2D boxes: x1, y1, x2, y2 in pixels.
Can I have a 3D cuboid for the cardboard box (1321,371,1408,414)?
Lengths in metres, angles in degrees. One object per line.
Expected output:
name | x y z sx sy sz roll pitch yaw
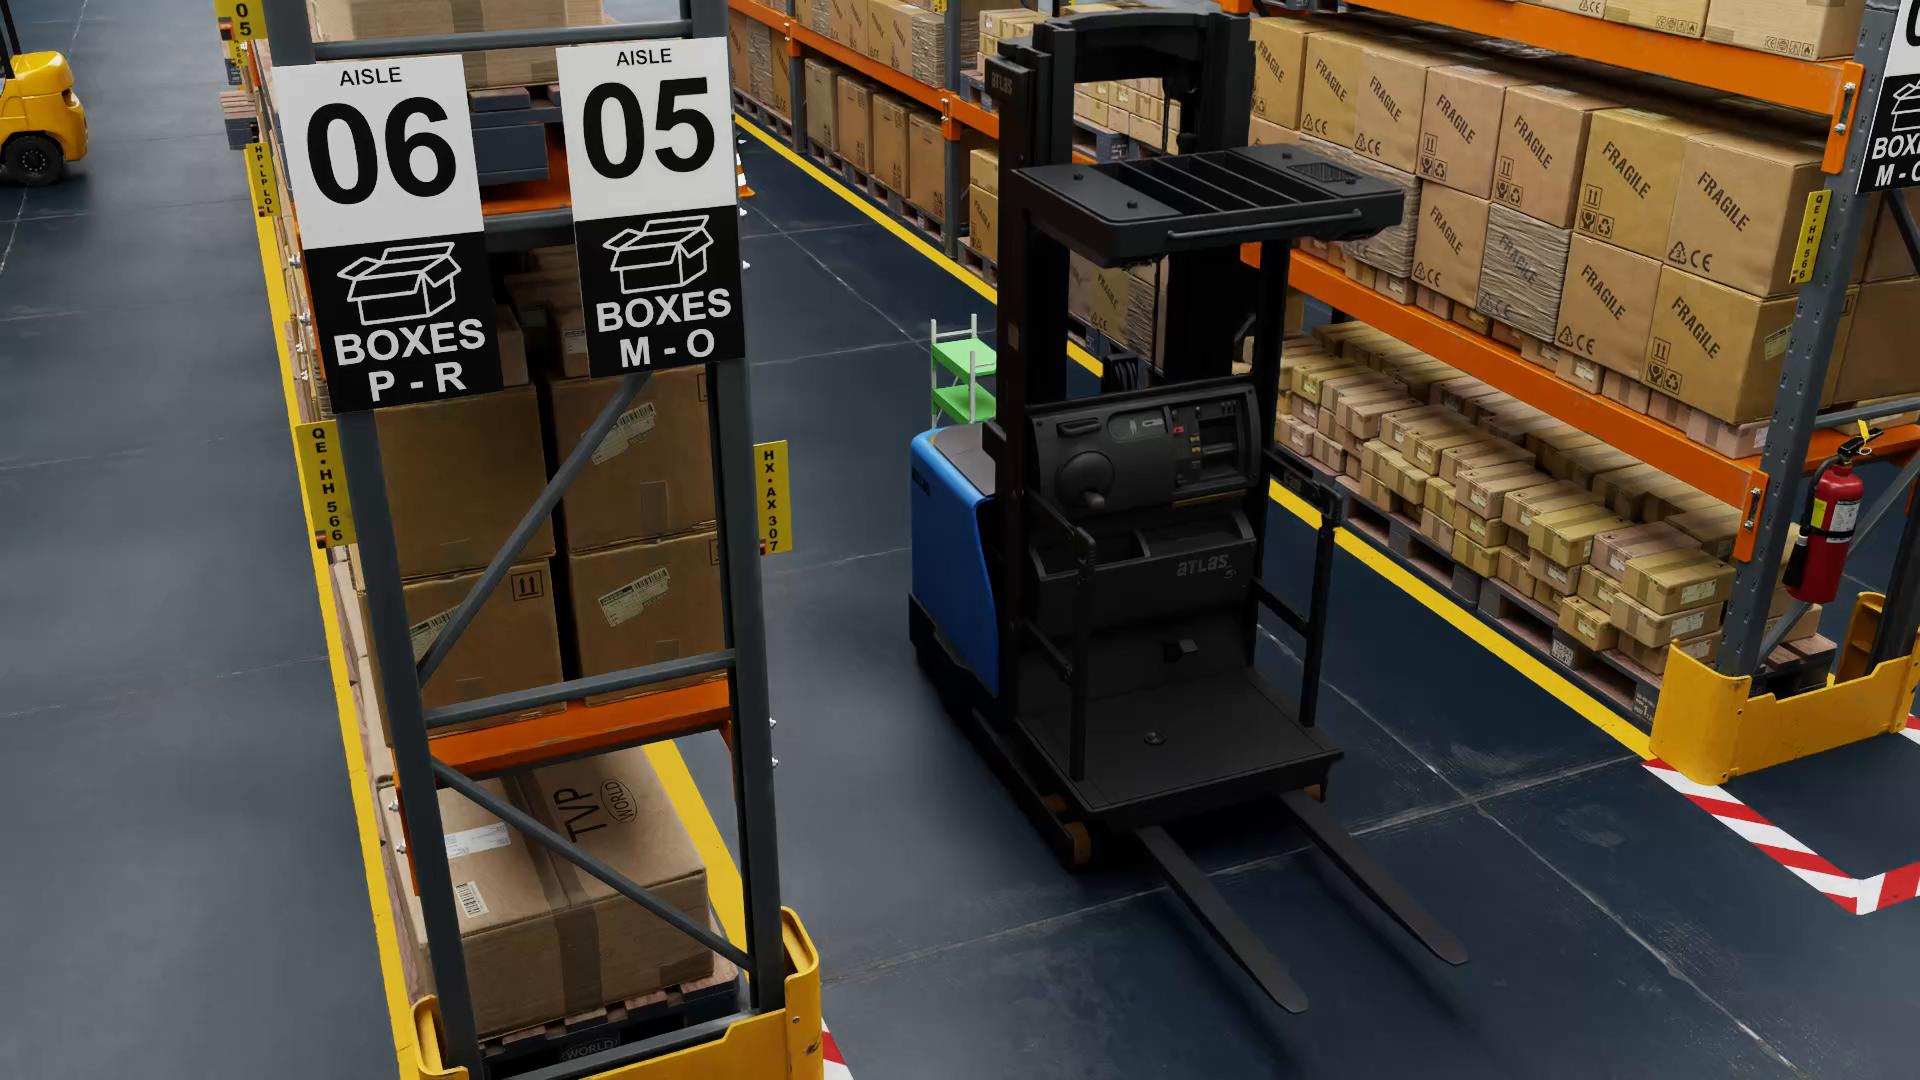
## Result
cardboard box | 2.194 -0.783 9.028 0.380 0.149 0.250 -11 28 -22

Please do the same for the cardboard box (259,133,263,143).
cardboard box | -3.610 -2.114 9.262 0.500 0.250 0.500 -10 28 -20

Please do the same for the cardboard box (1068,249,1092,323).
cardboard box | 1.010 -1.835 11.460 0.500 0.500 0.500 -11 28 -22

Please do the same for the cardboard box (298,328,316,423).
cardboard box | -2.903 -0.678 8.664 0.875 0.875 0.875 -10 28 -19

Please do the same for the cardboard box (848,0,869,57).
cardboard box | -0.656 -4.504 14.443 0.500 0.500 0.500 -10 28 -20

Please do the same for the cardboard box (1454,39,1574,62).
cardboard box | 2.756 -2.167 8.177 0.500 0.500 0.500 -10 28 -19

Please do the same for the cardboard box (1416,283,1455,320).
cardboard box | 2.447 -1.192 8.059 0.380 0.149 0.250 -9 28 -19

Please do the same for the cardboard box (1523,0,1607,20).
cardboard box | 2.685 -2.310 6.815 0.500 0.250 0.500 -9 28 -18

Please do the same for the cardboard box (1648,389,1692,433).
cardboard box | 3.045 -0.561 6.768 0.380 0.149 0.250 -11 28 -21

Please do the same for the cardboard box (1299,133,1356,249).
cardboard box | 2.091 -1.836 8.639 0.500 0.500 0.500 -11 28 -21

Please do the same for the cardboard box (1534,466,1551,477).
cardboard box | 2.957 -0.301 8.379 0.380 0.149 0.250 -9 27 -18

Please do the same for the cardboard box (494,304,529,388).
cardboard box | -1.345 -0.489 4.341 0.380 0.149 0.250 -10 28 -20

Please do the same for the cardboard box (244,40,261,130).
cardboard box | -3.793 -2.666 9.537 0.500 0.500 0.500 -10 28 -19

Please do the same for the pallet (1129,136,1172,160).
pallet | 1.763 -2.347 10.356 1.003 0.211 1.213 -11 28 -21

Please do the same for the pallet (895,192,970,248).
pallet | 0.123 -2.792 14.228 1.003 0.211 1.213 -11 28 -21

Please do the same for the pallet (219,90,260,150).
pallet | -4.530 -3.006 11.706 1.213 0.211 1.003 -11 28 -21

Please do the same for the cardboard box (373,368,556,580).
cardboard box | -1.428 -0.241 4.571 0.500 0.500 0.500 -10 28 -19

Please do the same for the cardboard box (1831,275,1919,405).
cardboard box | 3.574 -0.892 6.705 0.500 0.500 0.500 -9 28 -18

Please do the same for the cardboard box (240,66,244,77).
cardboard box | -4.799 -3.533 11.635 0.500 0.500 0.500 -11 28 -21

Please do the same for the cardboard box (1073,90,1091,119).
cardboard box | 0.973 -2.934 11.149 0.380 0.149 0.250 -12 28 -22

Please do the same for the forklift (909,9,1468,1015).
forklift | 0.787 -0.304 6.032 1.130 2.935 3.031 -10 28 -20

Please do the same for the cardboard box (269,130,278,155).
cardboard box | -2.623 -1.468 7.085 0.500 0.500 0.500 -10 28 -20

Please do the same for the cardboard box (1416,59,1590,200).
cardboard box | 2.467 -1.880 7.590 0.500 0.500 0.500 -12 28 -22

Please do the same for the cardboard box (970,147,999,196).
cardboard box | 0.409 -2.797 12.575 0.500 0.250 0.500 -12 28 -23

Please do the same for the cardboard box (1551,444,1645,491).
cardboard box | 3.130 -0.343 8.127 0.380 0.149 0.250 -9 28 -19

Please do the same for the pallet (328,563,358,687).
pallet | -2.361 0.366 7.761 1.003 0.211 1.213 -11 28 -21

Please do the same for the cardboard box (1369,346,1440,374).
cardboard box | 2.548 -0.980 9.430 0.380 0.149 0.250 -11 28 -21

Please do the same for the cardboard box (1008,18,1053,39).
cardboard box | 0.565 -3.630 11.895 0.380 0.149 0.250 -11 28 -21

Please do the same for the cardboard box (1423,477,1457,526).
cardboard box | 2.523 -0.213 8.199 0.380 0.149 0.250 -9 27 -18

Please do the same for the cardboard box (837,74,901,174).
cardboard box | -0.504 -3.881 15.366 1.050 0.750 0.750 -11 28 -21

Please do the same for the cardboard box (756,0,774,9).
cardboard box | -1.596 -5.761 16.960 0.875 0.550 0.550 -11 28 -21

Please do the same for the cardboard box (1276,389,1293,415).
cardboard box | 1.958 -0.853 9.509 0.380 0.149 0.250 -10 28 -20

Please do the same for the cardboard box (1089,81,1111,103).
cardboard box | 1.072 -2.967 10.877 0.380 0.149 0.250 -10 28 -20

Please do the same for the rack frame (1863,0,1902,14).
rack frame | 3.495 -3.180 5.007 1.000 3.000 0.127 -11 28 -21

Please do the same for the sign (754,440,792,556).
sign | -0.507 -0.111 4.481 0.100 0.325 0.005 -11 28 -21

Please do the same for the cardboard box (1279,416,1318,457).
cardboard box | 2.025 -0.606 9.343 0.380 0.149 0.250 -11 28 -21

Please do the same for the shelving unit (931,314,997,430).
shelving unit | 0.065 -0.472 8.350 0.258 1.200 0.503 -11 28 -21

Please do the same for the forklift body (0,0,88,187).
forklift body | -9.430 -4.365 15.238 2.313 2.155 1.214 -11 28 -21

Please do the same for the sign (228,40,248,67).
sign | -4.649 -3.210 10.677 0.100 0.325 0.005 -11 28 -21

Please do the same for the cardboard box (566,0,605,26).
cardboard box | -1.234 -1.541 4.761 0.380 0.149 0.250 -10 28 -19

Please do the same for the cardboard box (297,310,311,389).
cardboard box | -2.261 -0.613 6.472 0.500 0.500 0.500 -10 28 -20

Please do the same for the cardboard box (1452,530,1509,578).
cardboard box | 2.613 0.034 8.033 0.380 0.149 0.250 -12 28 -23

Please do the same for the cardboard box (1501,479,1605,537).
cardboard box | 2.748 -0.139 7.709 0.380 0.149 0.250 -12 28 -23

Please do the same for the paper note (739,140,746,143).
paper note | -2.301 -4.111 17.134 0.142 0.020 0.147 13 29 24

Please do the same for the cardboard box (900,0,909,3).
cardboard box | -0.207 -4.802 13.913 0.700 0.500 0.500 -11 28 -21

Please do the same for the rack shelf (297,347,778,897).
rack shelf | -1.803 -0.077 6.309 1.077 0.370 4.000 -11 28 -21

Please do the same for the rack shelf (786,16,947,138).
rack shelf | -0.421 -4.198 14.750 1.077 0.370 4.000 -11 28 -21

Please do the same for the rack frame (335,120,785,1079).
rack frame | -1.020 0.407 4.498 1.000 3.000 0.127 -11 28 -21
